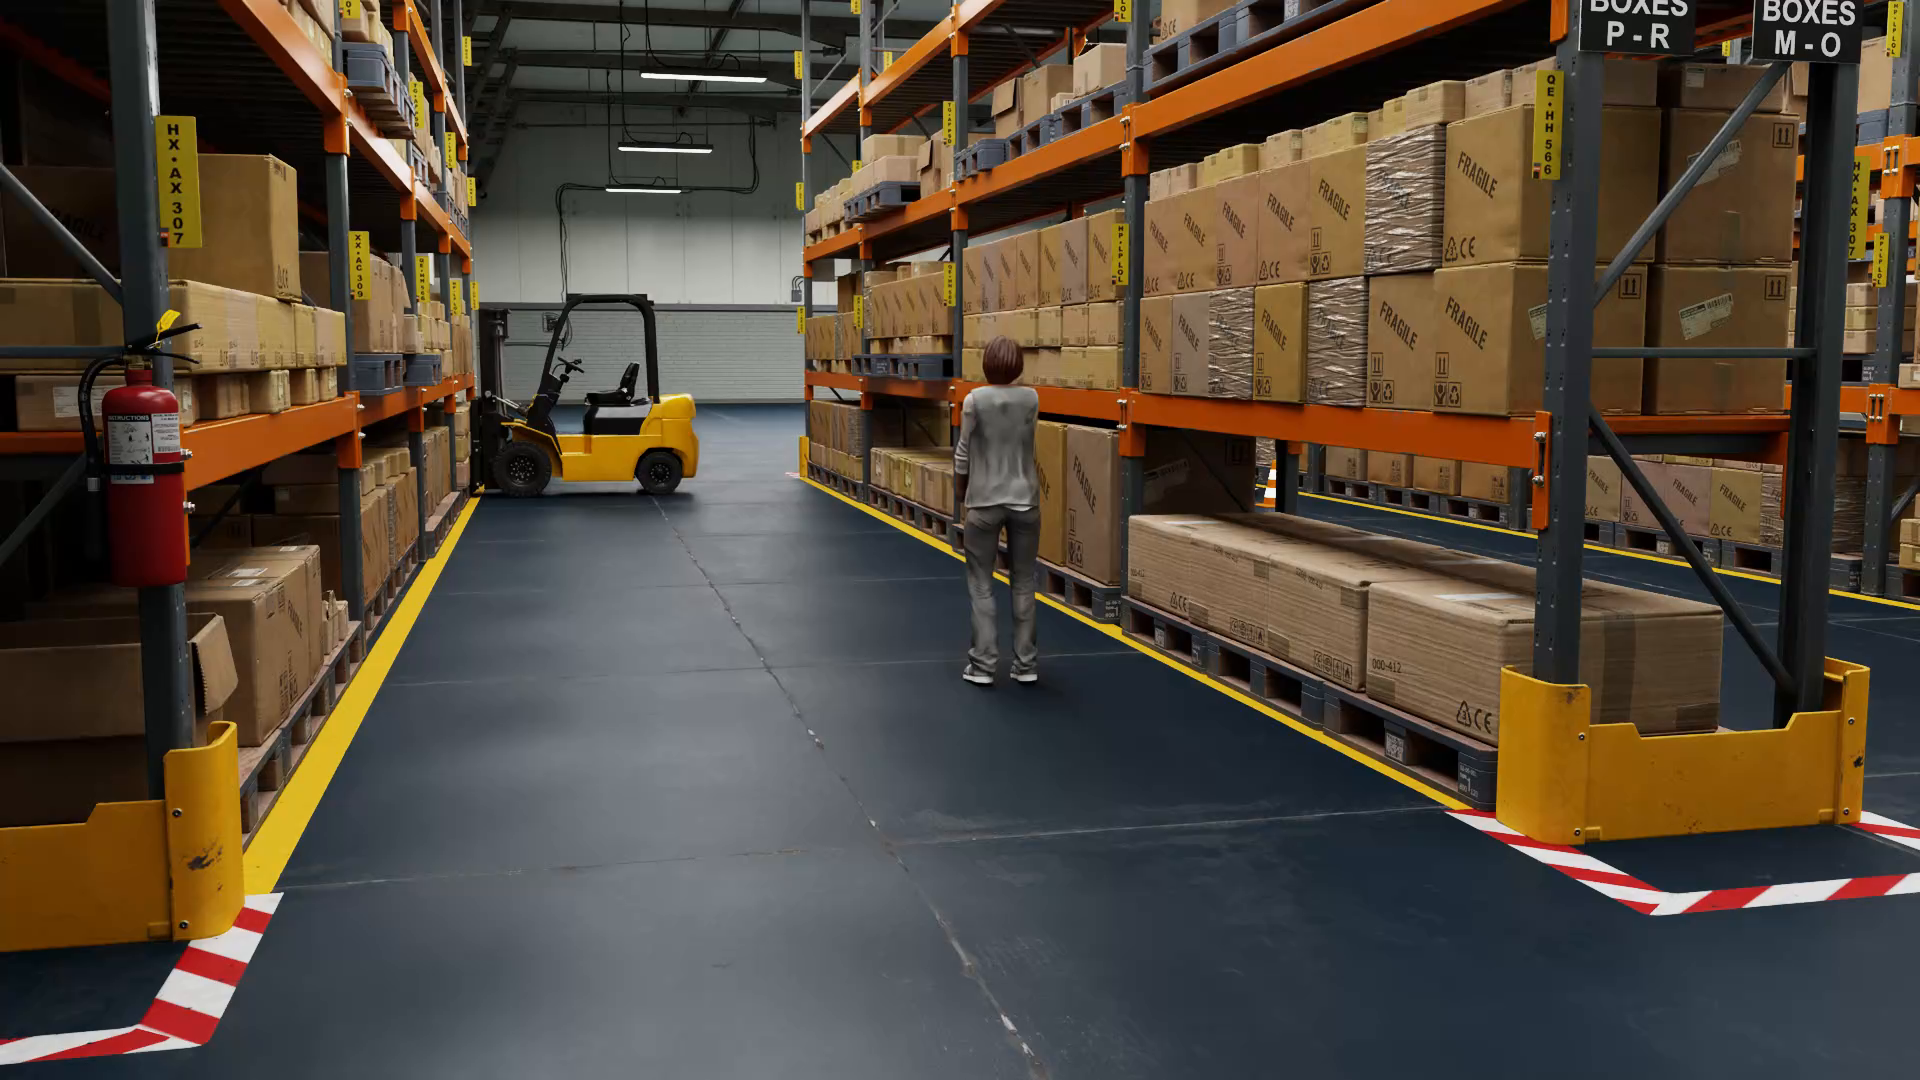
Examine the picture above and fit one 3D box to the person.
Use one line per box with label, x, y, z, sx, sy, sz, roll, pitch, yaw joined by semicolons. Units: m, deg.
person;0.170;-0.143;7.681;0.385;1.598;0.498;-1;6;-13
